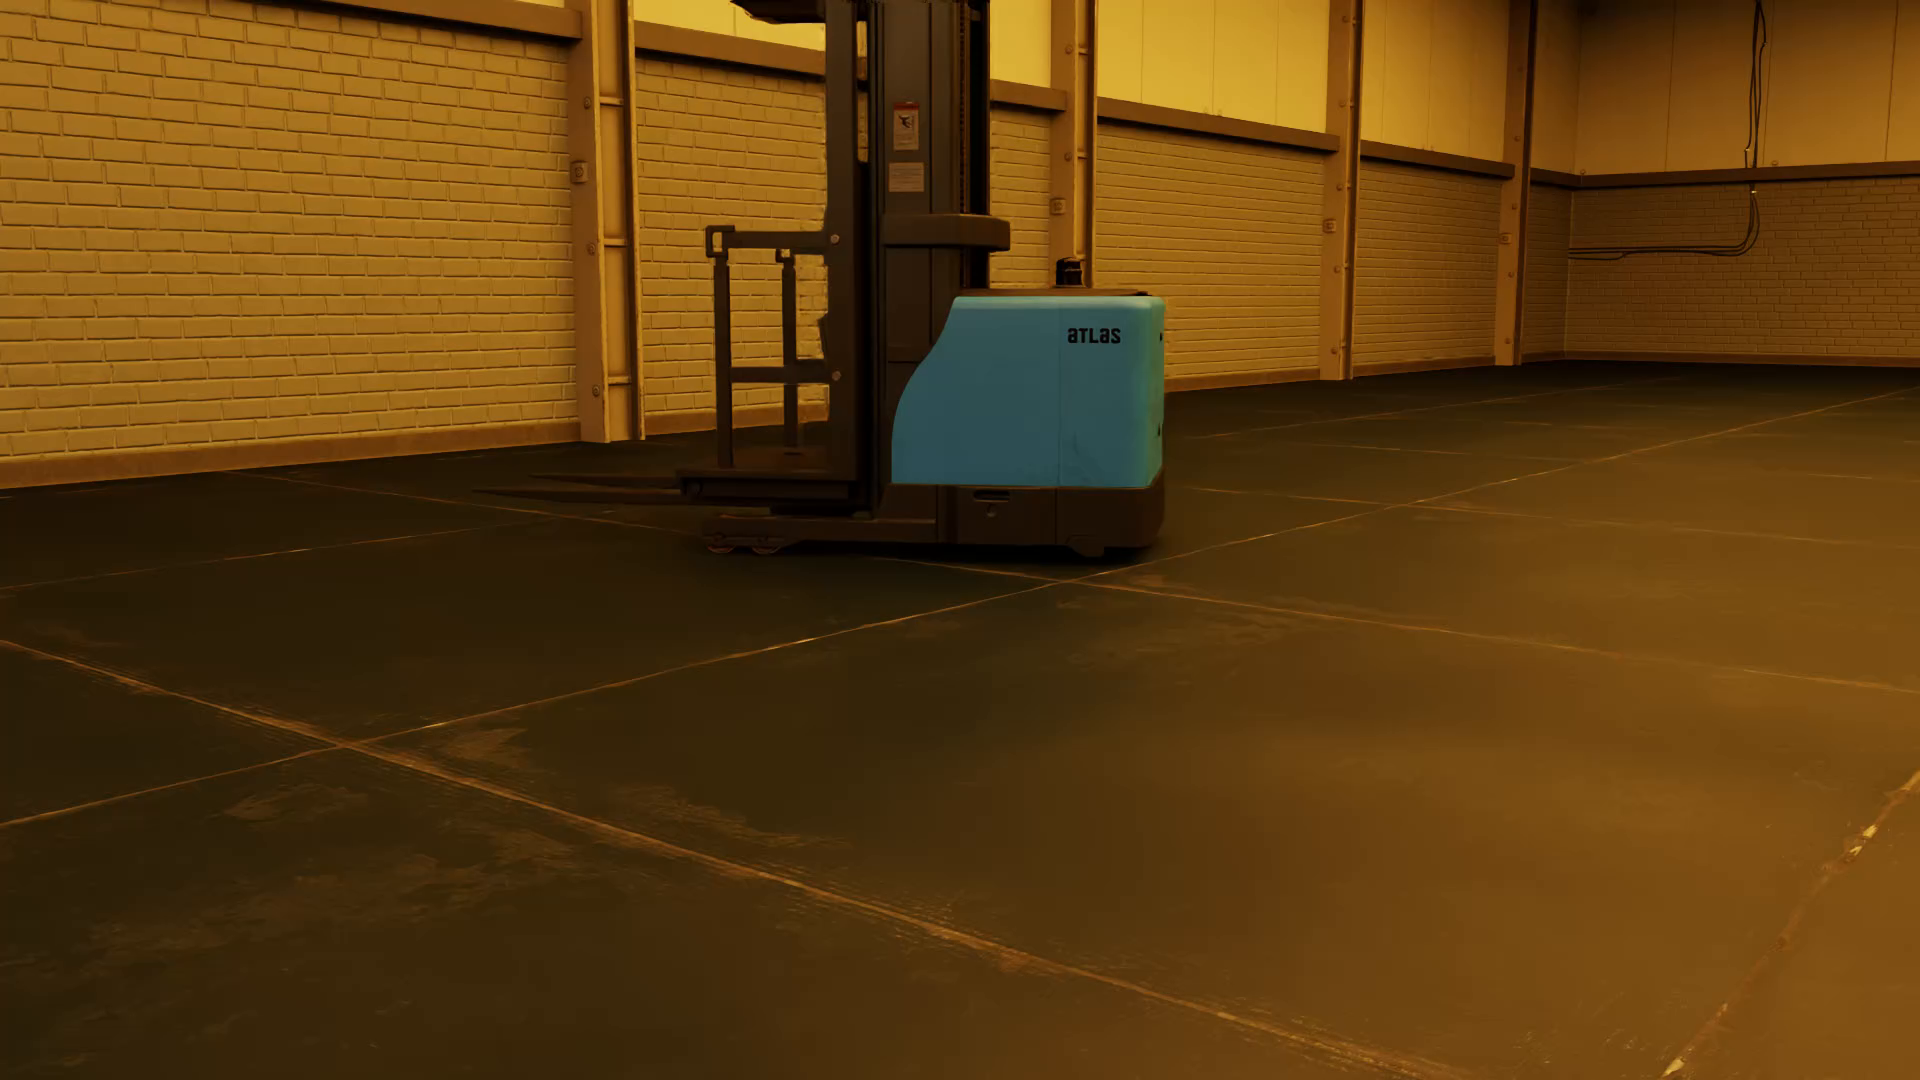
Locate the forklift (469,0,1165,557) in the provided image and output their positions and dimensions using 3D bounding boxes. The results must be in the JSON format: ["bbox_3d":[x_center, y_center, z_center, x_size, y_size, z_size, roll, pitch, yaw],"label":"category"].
[{"bbox_3d":[-0.635,-1.459,7.256,3.031,2.935,1.130,2,8,10],"label":"forklift"}]
